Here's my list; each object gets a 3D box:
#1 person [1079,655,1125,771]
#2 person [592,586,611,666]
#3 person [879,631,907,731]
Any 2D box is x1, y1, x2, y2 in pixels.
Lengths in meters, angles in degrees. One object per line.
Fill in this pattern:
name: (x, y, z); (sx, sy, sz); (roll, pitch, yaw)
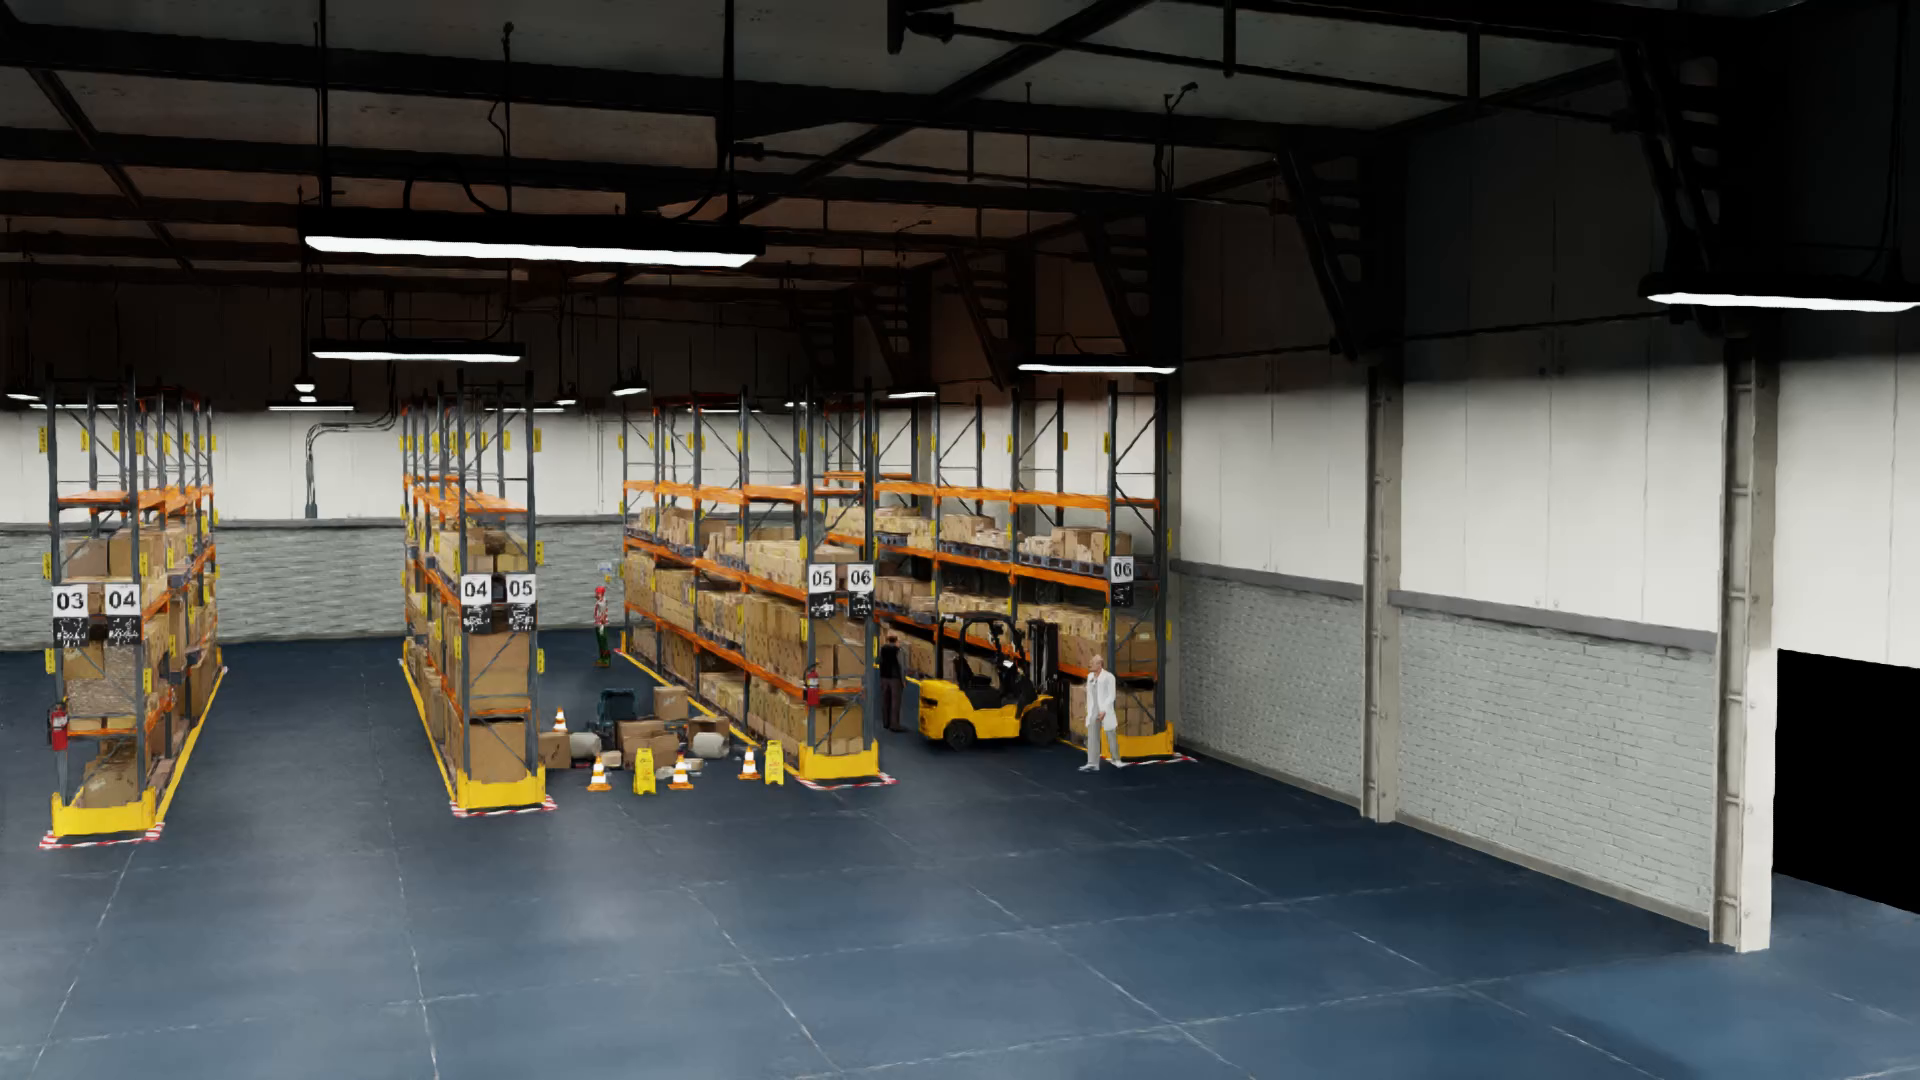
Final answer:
person: (2.167, 2.697, 25.408); (0.605, 1.643, 0.767); (3, 4, 39)
person: (-8.047, 1.919, 37.274); (0.397, 1.789, 0.653); (-1, 3, -16)
person: (-1.141, 2.435, 28.925); (0.584, 1.727, 0.450); (3, 4, 39)
